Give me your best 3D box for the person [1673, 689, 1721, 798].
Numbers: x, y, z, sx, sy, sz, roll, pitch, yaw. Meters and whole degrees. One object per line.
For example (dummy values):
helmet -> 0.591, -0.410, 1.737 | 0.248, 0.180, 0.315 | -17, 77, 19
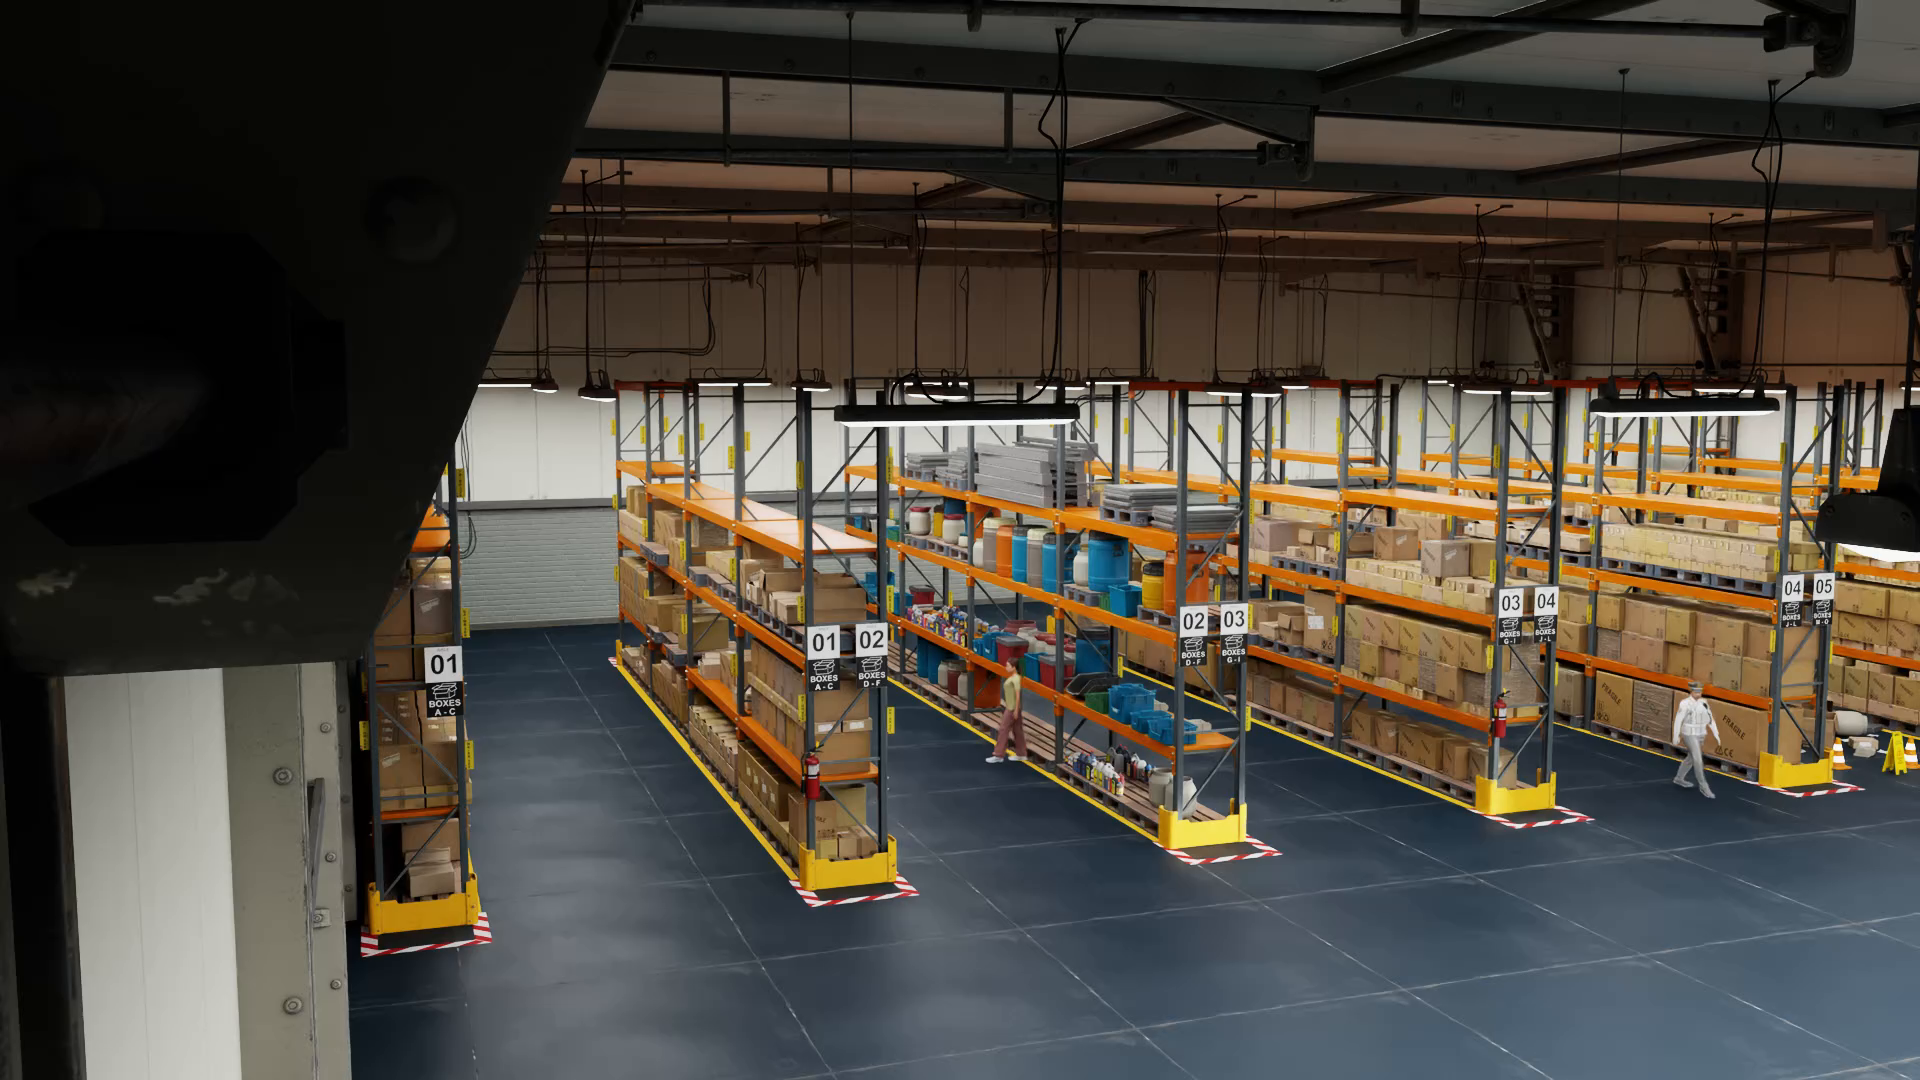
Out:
person -> 10.898, 2.926, 24.591 | 0.503, 1.665, 0.740 | -3, 7, -26

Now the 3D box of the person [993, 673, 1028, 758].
person -> 0.804, 2.781, 26.438 | 0.552, 1.340, 0.449 | 0, 6, 4
